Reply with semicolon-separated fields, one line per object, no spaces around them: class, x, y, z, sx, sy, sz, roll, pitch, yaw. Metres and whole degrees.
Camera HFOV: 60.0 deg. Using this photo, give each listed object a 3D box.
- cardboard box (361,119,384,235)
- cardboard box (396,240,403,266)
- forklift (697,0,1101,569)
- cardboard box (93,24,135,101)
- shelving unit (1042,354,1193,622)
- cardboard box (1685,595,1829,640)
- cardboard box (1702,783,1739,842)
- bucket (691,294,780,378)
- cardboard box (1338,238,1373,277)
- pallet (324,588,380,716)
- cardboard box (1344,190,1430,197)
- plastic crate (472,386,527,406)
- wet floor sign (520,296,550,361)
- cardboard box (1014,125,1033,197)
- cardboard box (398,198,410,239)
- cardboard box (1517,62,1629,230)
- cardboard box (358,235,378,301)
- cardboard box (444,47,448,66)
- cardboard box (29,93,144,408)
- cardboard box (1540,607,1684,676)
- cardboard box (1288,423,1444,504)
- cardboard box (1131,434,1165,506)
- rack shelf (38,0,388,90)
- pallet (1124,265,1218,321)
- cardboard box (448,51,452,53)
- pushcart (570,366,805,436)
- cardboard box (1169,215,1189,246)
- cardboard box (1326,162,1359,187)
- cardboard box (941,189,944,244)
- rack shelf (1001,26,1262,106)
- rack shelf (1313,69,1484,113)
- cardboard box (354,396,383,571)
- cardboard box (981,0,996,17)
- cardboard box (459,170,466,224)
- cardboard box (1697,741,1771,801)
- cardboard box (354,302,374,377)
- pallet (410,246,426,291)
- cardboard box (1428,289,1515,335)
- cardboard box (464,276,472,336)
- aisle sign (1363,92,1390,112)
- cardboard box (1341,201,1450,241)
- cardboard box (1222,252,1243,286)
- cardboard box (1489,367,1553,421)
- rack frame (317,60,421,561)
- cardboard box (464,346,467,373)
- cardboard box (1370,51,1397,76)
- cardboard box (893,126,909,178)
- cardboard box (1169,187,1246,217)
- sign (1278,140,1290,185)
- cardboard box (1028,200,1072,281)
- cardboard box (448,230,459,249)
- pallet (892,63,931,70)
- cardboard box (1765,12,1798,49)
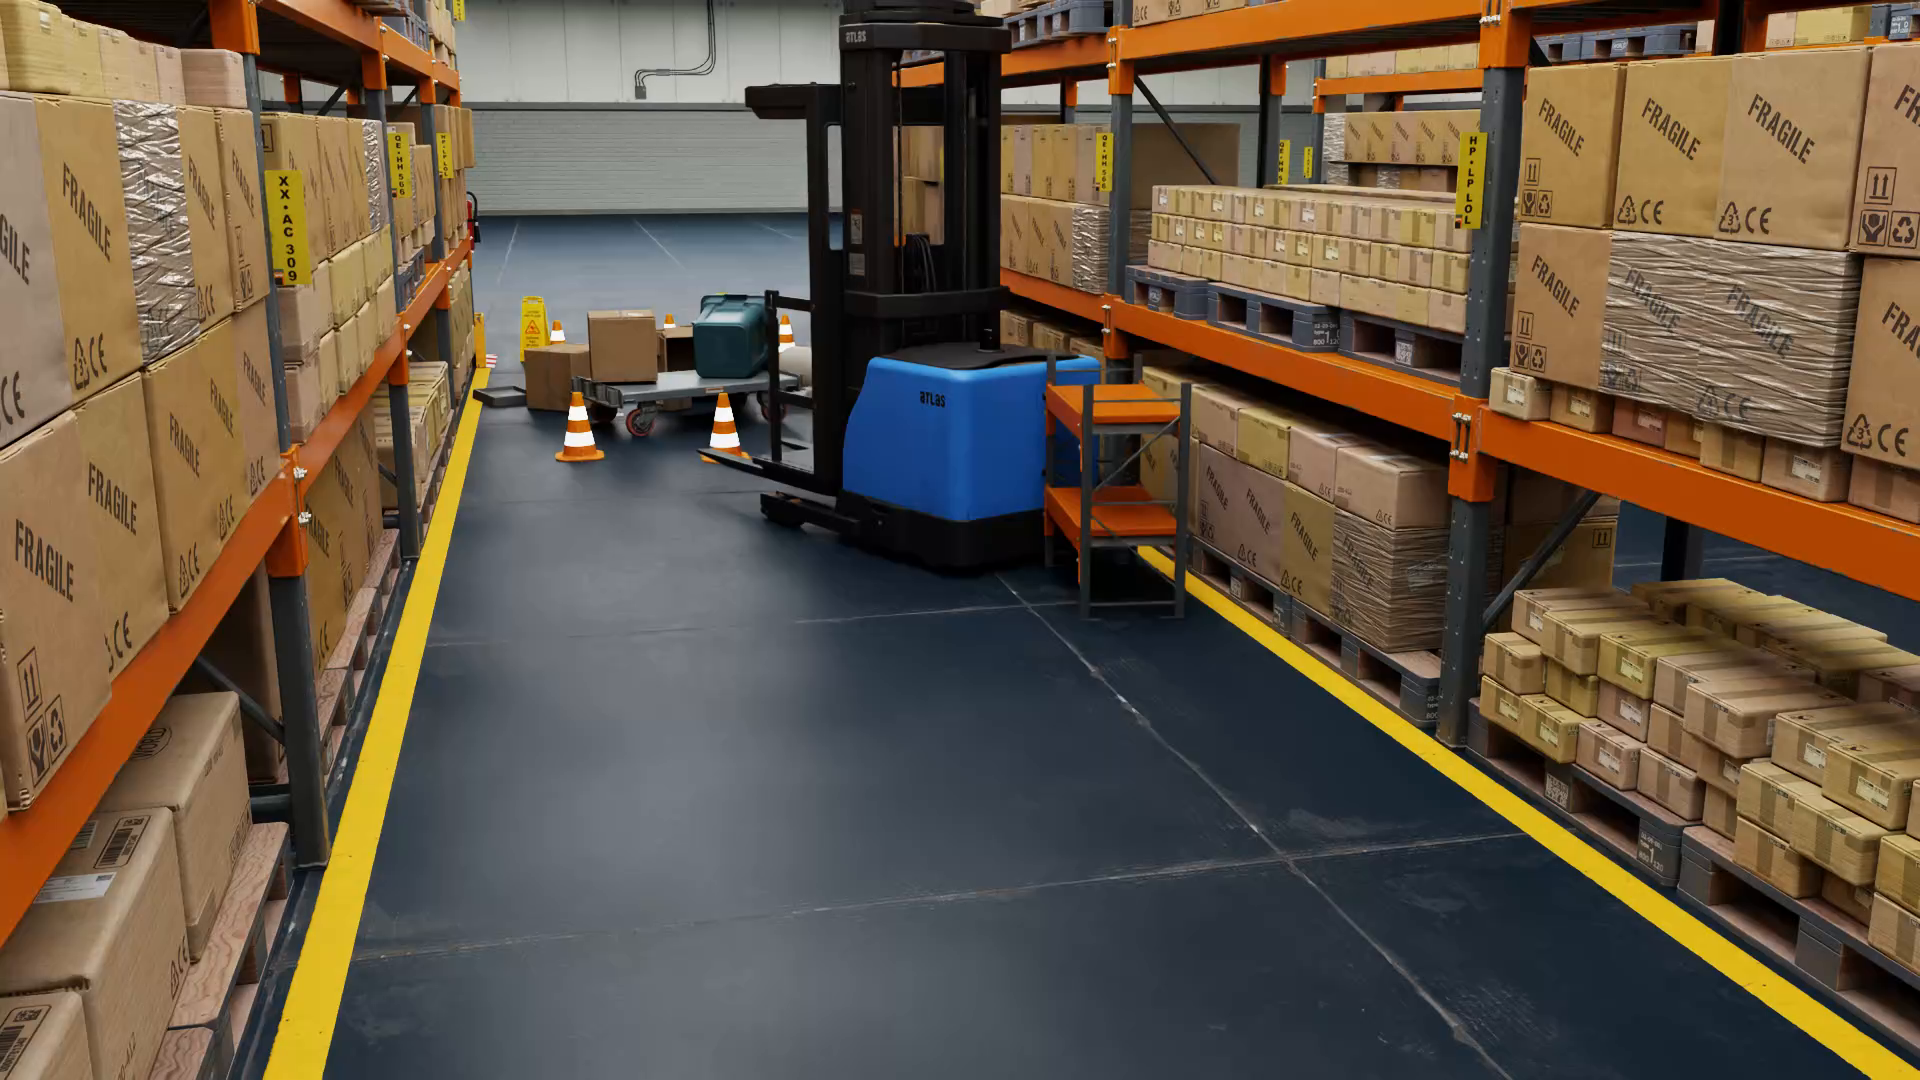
cardboard box;-2.918;-1.647;7.531;0.500;0.500;0.500;-3;14;-12
cardboard box;-3.371;-1.635;9.445;0.380;0.149;0.250;-4;14;-17
forklift;-0.531;-1.565;9.657;1.130;2.935;3.031;-11;17;-37
cardboard box;-1.925;-0.971;3.395;0.380;0.149;0.250;-3;14;-14
shelving unit;0.756;-0.289;8.239;0.538;1.125;1.048;-2;14;-6
cardboard box;2.740;0.304;5.729;0.380;0.149;0.250;-3;14;-12
cardboard box;2.455;0.803;4.943;0.380;0.149;0.250;-4;14;-16
bucket;-1.847;-1.608;13.385;0.726;0.611;0.620;2;24;6
cardboard box;1.833;-1.200;7.036;0.380;0.149;0.250;-4;14;-15
pallet;-3.027;0.486;6.992;1.003;0.211;1.213;-3;14;-13
cardboard box;2.162;-1.682;8.383;0.380;0.149;0.250;-3;14;-13
plastic crate;-3.933;-1.248;14.365;0.402;0.080;0.583;-9;16;-33
wet floor sign;-4.306;-2.141;16.829;0.267;0.644;0.232;2;14;6
cardboard box;0.790;-2.742;12.013;0.700;0.500;0.500;-3;14;-13
cardboard box;-3.432;-1.969;9.443;0.500;0.500;0.500;-3;14;-10
cardboard box;2.174;-1.273;5.372;0.500;0.500;0.500;-3;14;-12
cardboard box;-2.797;-1.173;7.169;0.500;0.250;0.500;-4;14;-15
cardboard box;-4.541;-4.097;14.087;0.380;0.149;0.250;-3;14;-14
cardboard box;-1.754;-0.503;2.847;0.500;0.500;0.500;-3;14;-13
cardboard box;2.192;0.338;5.592;0.380;0.149;0.250;-3;14;-10
cardboard box;1.777;-0.343;7.312;0.500;0.250;0.500;-3;14;-11
cardboard box;1.284;-0.447;9.318;0.500;0.500;0.500;-4;14;-16
rack shelf;-2.953;-1.982;6.413;1.077;0.370;4.000;-3;14;-13
pallet;1.637;-1.383;9.171;1.213;0.211;1.003;-3;14;-13
cardboard box;-4.815;-4.490;14.853;0.500;0.250;0.500;-3;14;-14
pushcart;-2.157;-1.123;13.228;1.648;0.377;0.936;-9;16;-33
cardboard box;1.350;-1.676;8.984;0.380;0.149;0.250;-3;14;-10
cardboard box;4.434;-3.798;17.814;0.875;0.500;0.500;-3;14;-13
cardboard box;0.328;-2.715;13.902;0.875;0.550;0.550;-3;14;-13
rack shelf;0.896;-3.204;11.415;1.077;0.370;4.000;-3;14;-13
rack shelf;4.801;-4.379;16.228;1.077;0.370;4.000;-3;14;-13
cardboard box;-3.341;-0.343;8.103;0.875;0.875;0.875;-3;14;-14
cardboard box;0.325;-4.049;12.545;0.258;0.266;0.396;-4;14;-14
cardboard box;-4.793;-3.148;15.156;0.500;0.500;0.500;-3;14;-13
cardboard box;2.420;0.661;4.897;0.380;0.149;0.250;-3;14;-11
cardboard box;-2.666;-0.810;6.739;0.500;0.250;0.500;-4;14;-14
pallet;-3.927;-1.696;10.455;1.003;0.211;1.213;-3;14;-13
cardboard box;2.019;-0.874;6.330;0.380;0.149;0.250;-4;14;-14
cardboard box;-4.734;-2.123;15.125;0.500;0.500;0.500;-3;14;-11
aisle sign;4.609;-5.027;18.206;0.394;0.787;0.004;-3;14;-13
cardboard box;1.836;-1.347;7.010;0.380;0.149;0.250;-3;14;-13
cardboard box;1.531;-1.354;8.295;0.380;0.149;0.250;-3;14;-11
cardboard box;2.053;-0.506;5.708;0.380;0.149;0.250;-3;14;-11
rack frame;-3.422;-1.335;8.572;1.000;3.000;0.127;-3;14;-13
cardboard box;-4.501;-1.522;14.246;0.500;0.250;0.500;-3;14;-14
cardboard box;4.433;-4.759;16.581;0.500;0.250;0.500;-3;14;-13
cardboard box;-0.245;-3.731;15.788;0.875;0.550;0.550;-3;14;-13
cardboard box;1.352;-1.826;8.973;0.380;0.149;0.250;-4;14;-15
sign;1.891;-2.191;9.802;0.100;0.325;0.005;-3;14;-13
cardboard box;0.766;-2.002;11.093;0.500;0.500;0.500;-4;14;-14
cardboard box;-4.415;-2.522;13.960;0.380;0.149;0.250;-3;14;-13
pallet;-0.329;-4.724;16.307;1.003;0.211;1.213;-3;14;-13
cardboard box;5.731;-3.482;11.353;0.500;0.250;0.500;-3;14;-13
